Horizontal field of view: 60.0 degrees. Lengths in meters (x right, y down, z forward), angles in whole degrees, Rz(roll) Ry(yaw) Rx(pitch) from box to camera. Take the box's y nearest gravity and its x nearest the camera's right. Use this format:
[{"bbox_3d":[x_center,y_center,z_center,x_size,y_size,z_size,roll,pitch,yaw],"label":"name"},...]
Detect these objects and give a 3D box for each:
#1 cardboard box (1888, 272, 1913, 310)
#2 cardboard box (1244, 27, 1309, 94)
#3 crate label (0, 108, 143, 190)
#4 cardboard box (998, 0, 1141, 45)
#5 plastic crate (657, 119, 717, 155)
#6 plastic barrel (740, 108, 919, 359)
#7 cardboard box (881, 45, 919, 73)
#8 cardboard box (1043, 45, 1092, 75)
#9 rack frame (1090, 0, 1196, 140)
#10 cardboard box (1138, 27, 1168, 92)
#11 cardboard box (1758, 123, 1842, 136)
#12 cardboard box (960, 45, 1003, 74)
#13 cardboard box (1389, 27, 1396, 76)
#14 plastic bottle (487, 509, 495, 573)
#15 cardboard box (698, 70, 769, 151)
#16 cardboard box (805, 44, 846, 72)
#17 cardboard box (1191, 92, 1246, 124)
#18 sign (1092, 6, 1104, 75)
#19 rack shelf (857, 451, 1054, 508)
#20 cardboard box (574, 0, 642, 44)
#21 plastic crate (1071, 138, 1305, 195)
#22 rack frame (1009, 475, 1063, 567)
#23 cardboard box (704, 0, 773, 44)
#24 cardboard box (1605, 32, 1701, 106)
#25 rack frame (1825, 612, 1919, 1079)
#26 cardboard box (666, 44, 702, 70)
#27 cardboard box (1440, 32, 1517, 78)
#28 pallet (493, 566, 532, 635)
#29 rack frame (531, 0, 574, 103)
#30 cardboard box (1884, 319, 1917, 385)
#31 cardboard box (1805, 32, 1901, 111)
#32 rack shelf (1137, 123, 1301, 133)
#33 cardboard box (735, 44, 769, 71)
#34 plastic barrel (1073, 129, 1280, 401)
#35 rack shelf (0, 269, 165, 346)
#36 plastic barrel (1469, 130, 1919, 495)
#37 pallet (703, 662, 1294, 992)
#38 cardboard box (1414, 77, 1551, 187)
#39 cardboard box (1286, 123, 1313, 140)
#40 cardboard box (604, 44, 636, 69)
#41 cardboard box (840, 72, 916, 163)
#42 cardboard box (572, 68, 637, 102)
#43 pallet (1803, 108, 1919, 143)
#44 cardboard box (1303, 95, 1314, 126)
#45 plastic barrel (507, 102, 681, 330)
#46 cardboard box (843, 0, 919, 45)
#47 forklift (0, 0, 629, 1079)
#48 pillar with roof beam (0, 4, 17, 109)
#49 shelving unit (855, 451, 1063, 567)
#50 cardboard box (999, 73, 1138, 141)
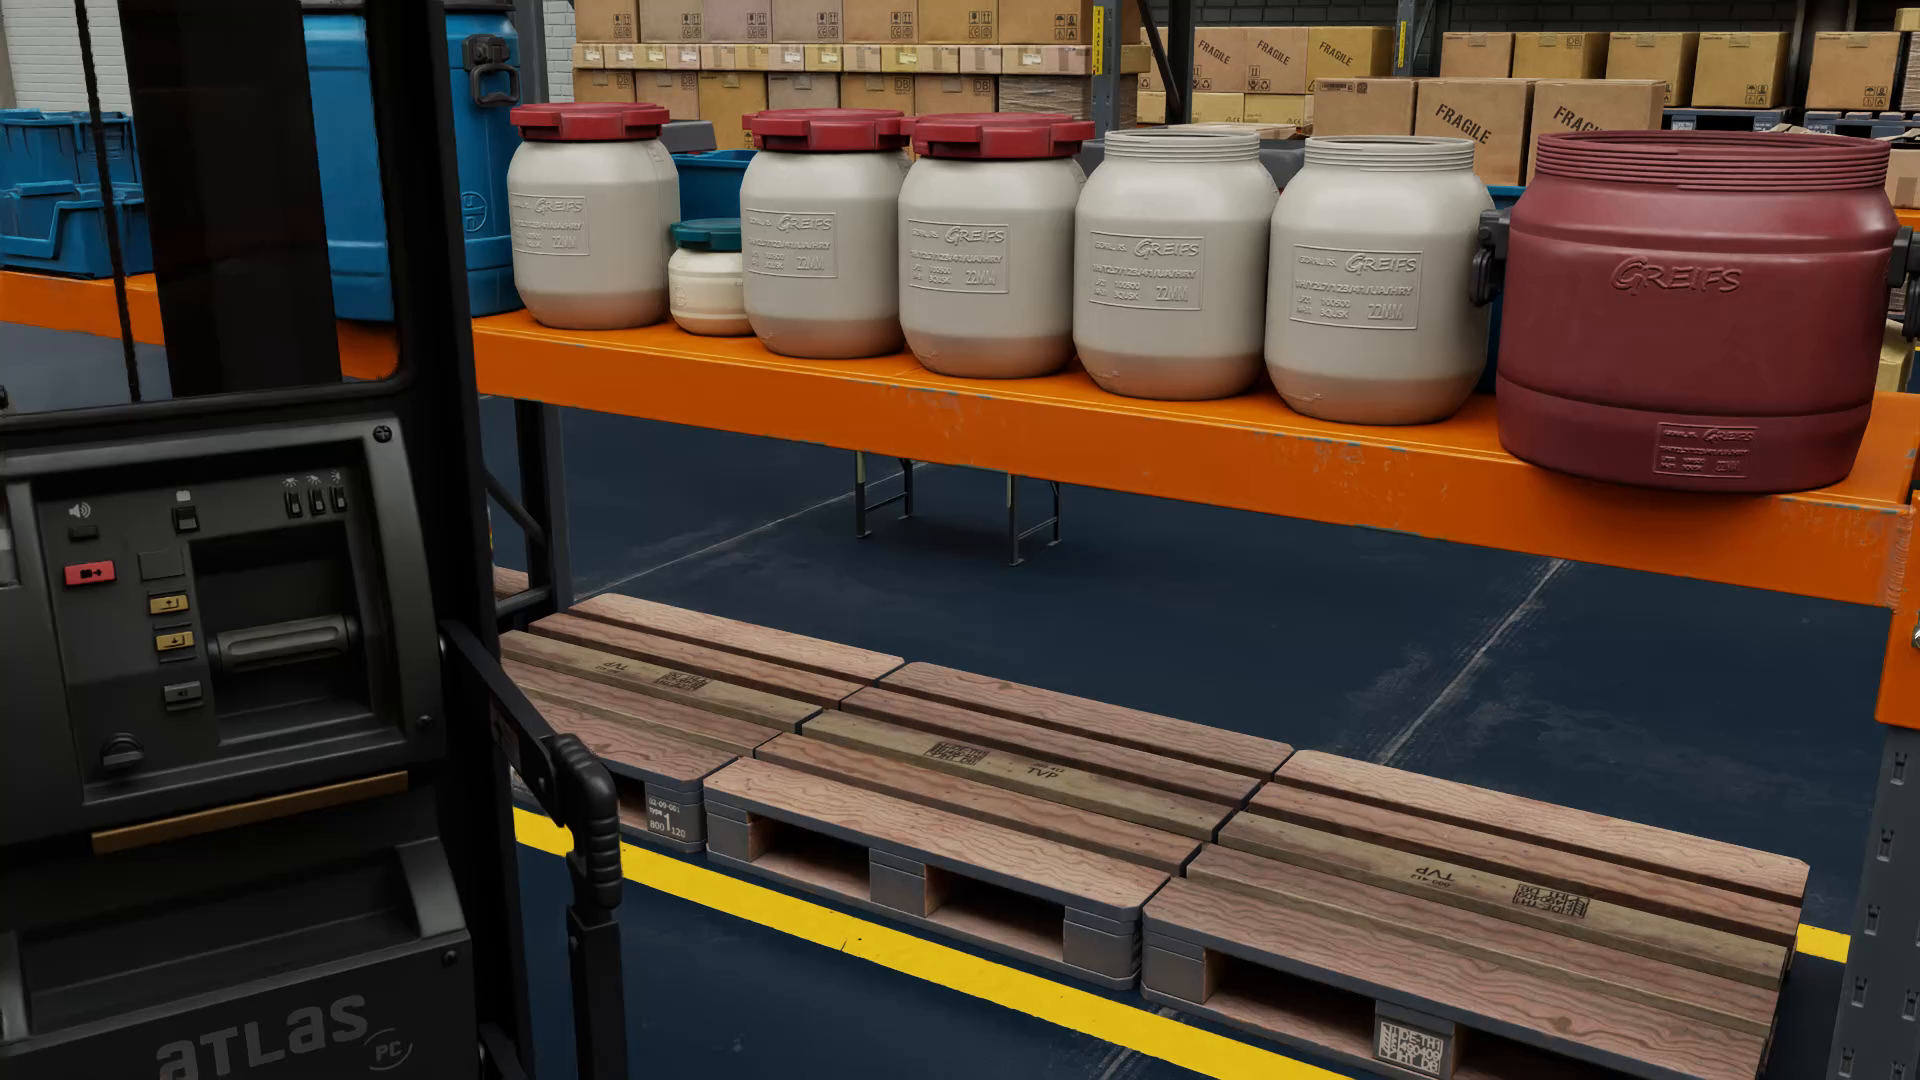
[{"bbox_3d":[6.335,-1.911,11.556,0.500,0.500,0.700,10,20,31],"label":"cardboard box"},{"bbox_3d":[2.575,-3.775,13.082,0.500,0.500,0.500,10,20,30],"label":"cardboard box"},{"bbox_3d":[-3.316,-1.367,6.161,0.616,0.435,0.502,10,20,30],"label":"crate label"},{"bbox_3d":[0.597,-2.916,8.915,0.500,0.500,0.700,10,20,30],"label":"cardboard box"},{"bbox_3d":[-1.044,-0.988,4.862,0.583,0.464,0.402,10,20,30],"label":"plastic crate"},{"bbox_3d":[-0.291,-0.709,3.819,0.433,0.535,0.433,0,17,0],"label":"plastic barrel"},{"bbox_3d":[-0.231,-2.683,9.265,0.250,0.149,0.380,10,20,30],"label":"cardboard box"},{"bbox_3d":[0.635,-2.528,8.754,0.250,0.149,0.380,10,20,30],"label":"cardboard box"},{"bbox_3d":[0.978,-2.181,8.901,0.127,3.000,1.000,10,20,30],"label":"rack frame"},{"bbox_3d":[1.708,-3.933,13.602,0.500,0.500,0.500,11,20,32],"label":"cardboard box"},{"bbox_3d":[3.726,-1.714,7.517,0.500,0.311,0.500,10,19,29],"label":"cardboard box"},{"bbox_3d":[0.200,-2.605,9.008,0.250,0.149,0.380,9,19,28],"label":"cardboard box"},{"bbox_3d":[3.277,-3.828,13.257,0.500,0.500,0.500,10,19,29],"label":"cardboard box"},{"bbox_3d":[-1.659,-0.017,5.714,0.097,0.271,0.097,0,17,0],"label":"plastic bottle"},{"bbox_3d":[-1.169,-2.608,10.133,0.500,0.500,0.700,10,20,30],"label":"cardboard box"},{"bbox_3d":[-0.674,-2.761,9.521,0.250,0.149,0.380,11,20,32],"label":"cardboard box"},{"bbox_3d":[2.149,-3.494,13.446,0.500,0.250,0.500,10,20,30],"label":"cardboard box"},{"bbox_3d":[0.689,-2.496,8.310,0.005,0.325,0.100,10,20,30],"label":"sign"},{"bbox_3d":[-0.006,-0.407,6.761,0.720,0.370,0.431,10,20,30],"label":"rack shelf"},{"bbox_3d":[-1.994,-3.376,10.430,0.500,0.500,0.700,10,20,30],"label":"cardboard box"},{"bbox_3d":[0.575,-0.699,3.911,0.583,0.464,0.402,10,20,30],"label":"plastic crate"},{"bbox_3d":[0.306,-0.663,6.483,0.023,1.500,0.400,10,20,30],"label":"rack frame"},{"bbox_3d":[-1.113,-3.221,9.920,0.500,0.500,0.700,10,20,30],"label":"cardboard box"},{"bbox_3d":[5.033,-3.402,11.991,0.500,0.500,0.700,13,21,38],"label":"cardboard box"},{"bbox_3d":[1.791,-0.347,2.861,0.127,3.000,1.000,10,20,30],"label":"rack frame"},{"bbox_3d":[-1.556,-2.918,10.039,0.250,0.149,0.380,10,19,29],"label":"cardboard box"},{"bbox_3d":[3.984,-3.581,12.581,0.500,0.500,0.700,10,20,30],"label":"cardboard box"},{"bbox_3d":[-2.168,0.267,5.640,1.213,0.211,1.003,10,20,30],"label":"pallet"},{"bbox_3d":[-2.430,-2.790,10.904,0.127,3.000,1.000,10,20,30],"label":"rack frame"},{"bbox_3d":[4.094,-0.879,7.657,0.500,0.311,0.500,11,20,32],"label":"cardboard box"},{"bbox_3d":[6.080,-3.206,11.345,0.500,0.500,0.700,8,19,25],"label":"cardboard box"},{"bbox_3d":[1.863,-3.369,14.048,4.000,0.370,1.077,10,20,30],"label":"rack shelf"},{"bbox_3d":[-1.110,-2.839,9.780,0.250,0.149,0.380,10,19,29],"label":"cardboard box"},{"bbox_3d":[0.444,-0.568,3.397,0.421,0.512,0.421,0,17,0],"label":"plastic barrel"},{"bbox_3d":[-3.321,-0.915,5.970,4.000,0.370,1.077,10,20,30],"label":"rack shelf"},{"bbox_3d":[1.237,-0.407,2.827,0.708,0.536,0.600,10,20,30],"label":"plastic barrel"},{"bbox_3d":[0.116,0.674,4.298,1.213,0.211,1.003,10,20,30],"label":"pallet"},{"bbox_3d":[2.500,-1.952,7.974,0.500,0.500,0.500,10,20,30],"label":"cardboard box"},{"bbox_3d":[1.824,-2.029,8.630,0.258,0.266,0.396,10,19,29],"label":"cardboard box"},{"bbox_3d":[-1.982,-2.995,10.293,0.250,0.149,0.380,10,19,29],"label":"cardboard box"},{"bbox_3d":[-0.281,-2.451,9.617,0.500,0.500,0.700,10,20,31],"label":"cardboard box"},{"bbox_3d":[-2.039,-2.763,10.645,0.500,0.500,0.700,10,20,30],"label":"cardboard box"},{"bbox_3d":[6.313,-2.790,11.237,1.003,0.211,1.213,10,20,30],"label":"pallet"},{"bbox_3d":[3.006,-3.343,12.951,0.500,0.250,0.500,10,20,30],"label":"cardboard box"},{"bbox_3d":[-0.917,-0.820,4.187,0.433,0.535,0.433,0,17,0],"label":"plastic barrel"},{"bbox_3d":[-0.261,-3.069,9.418,0.500,0.500,0.700,10,20,30],"label":"cardboard box"},{"bbox_3d":[-0.912,0.106,1.491,1.130,2.935,3.031,-9,19,-28],"label":"forklift"},{"bbox_3d":[-16.383,-8.667,19.931,0.400,9.000,9.100,10,20,30],"label":"pillar with roof beam"},{"bbox_3d":[-0.006,-0.719,6.667,0.755,1.500,0.431,10,20,30],"label":"shelving unit"},{"bbox_3d":[0.597,-2.295,9.104,0.500,0.500,0.700,10,19,29],"label":"cardboard box"}]
